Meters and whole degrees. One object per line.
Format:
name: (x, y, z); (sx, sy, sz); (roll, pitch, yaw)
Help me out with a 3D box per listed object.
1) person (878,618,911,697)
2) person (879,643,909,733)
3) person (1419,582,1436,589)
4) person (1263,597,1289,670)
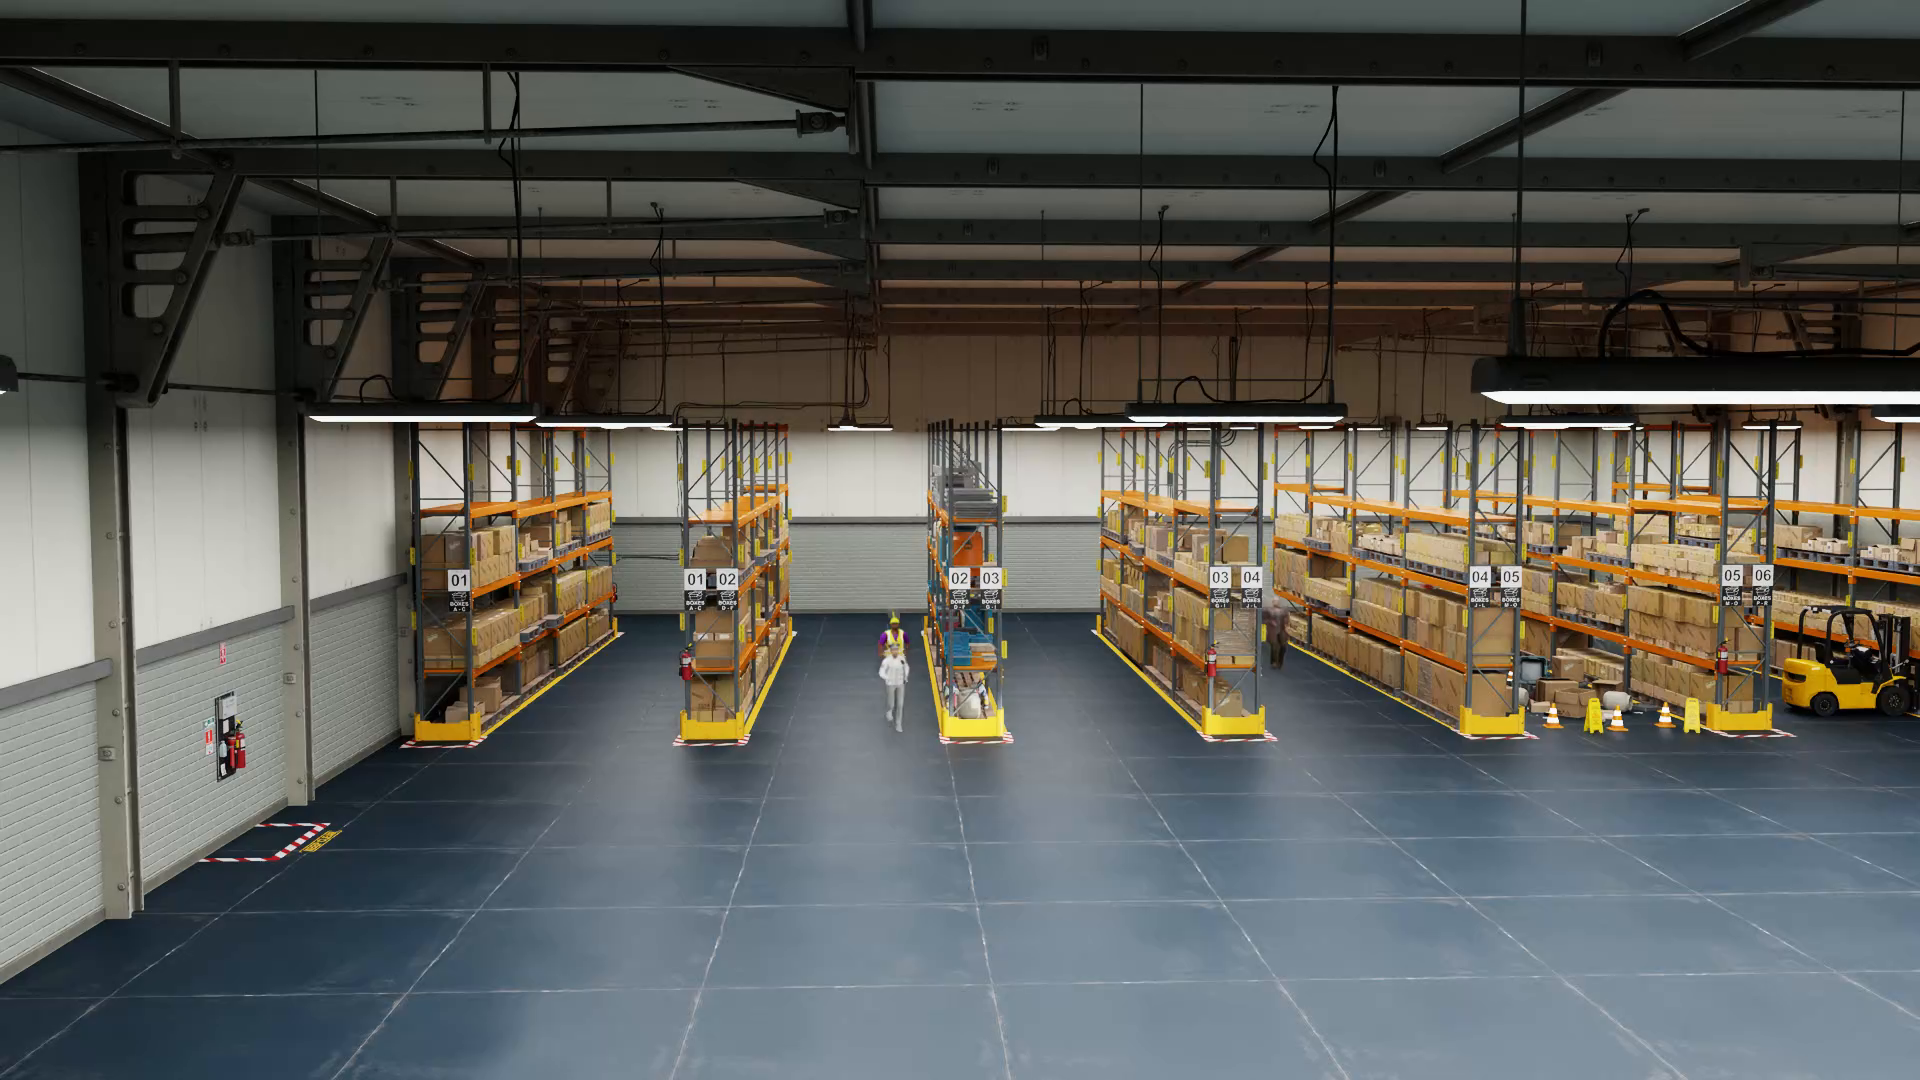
person: (-1.417, 2.547, 36.238); (0.711, 1.722, 0.589); (-1, 4, -9)
person: (-1.259, 2.823, 32.240); (0.617, 1.700, 0.882); (-1, 4, -14)
person: (13.831, 1.727, 49.382); (1.012, 1.716, 0.697); (0, 4, 3)
person: (7.680, 2.270, 40.273); (0.681, 1.796, 0.774); (0, 4, -2)
